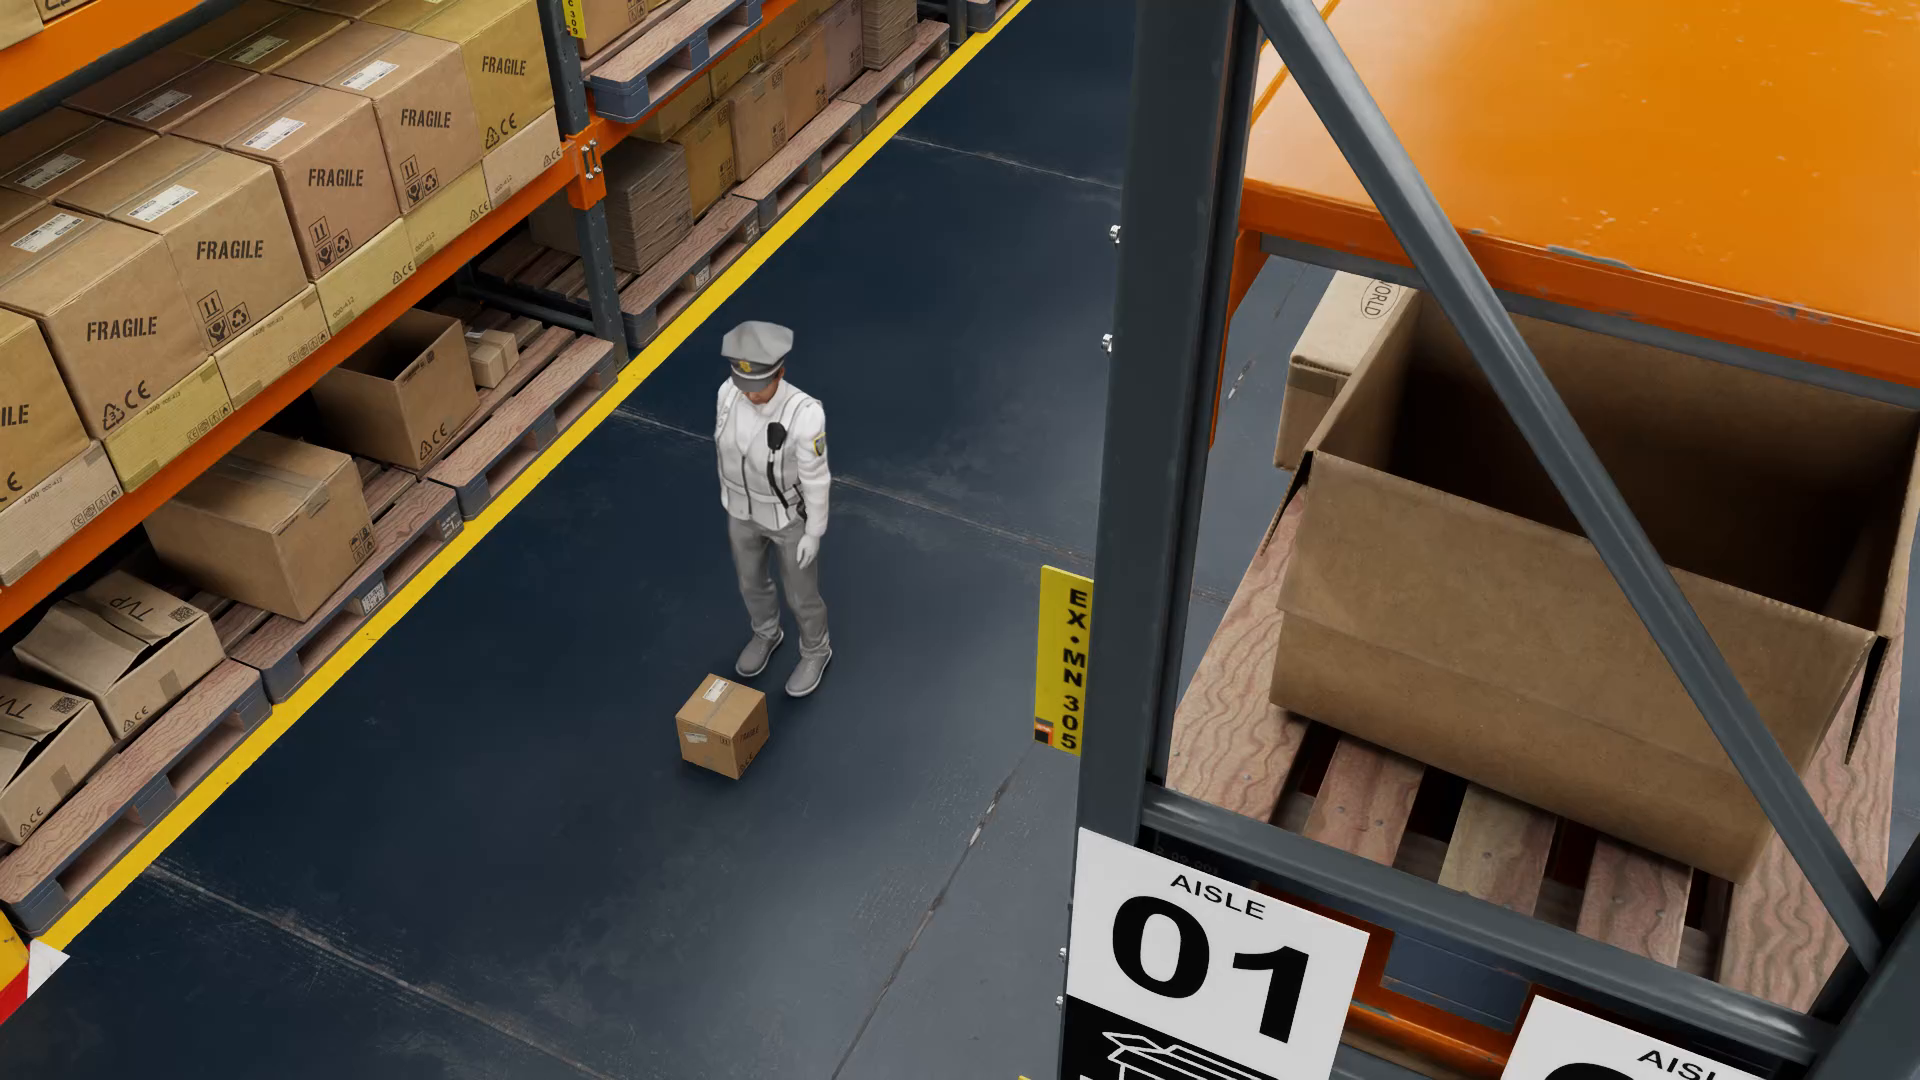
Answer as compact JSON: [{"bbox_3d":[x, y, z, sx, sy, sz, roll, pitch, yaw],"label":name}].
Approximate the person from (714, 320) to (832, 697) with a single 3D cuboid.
[{"bbox_3d":[-0.698,-0.087,6.262,0.470,1.664,0.328,18,45,19],"label":"person"}]
